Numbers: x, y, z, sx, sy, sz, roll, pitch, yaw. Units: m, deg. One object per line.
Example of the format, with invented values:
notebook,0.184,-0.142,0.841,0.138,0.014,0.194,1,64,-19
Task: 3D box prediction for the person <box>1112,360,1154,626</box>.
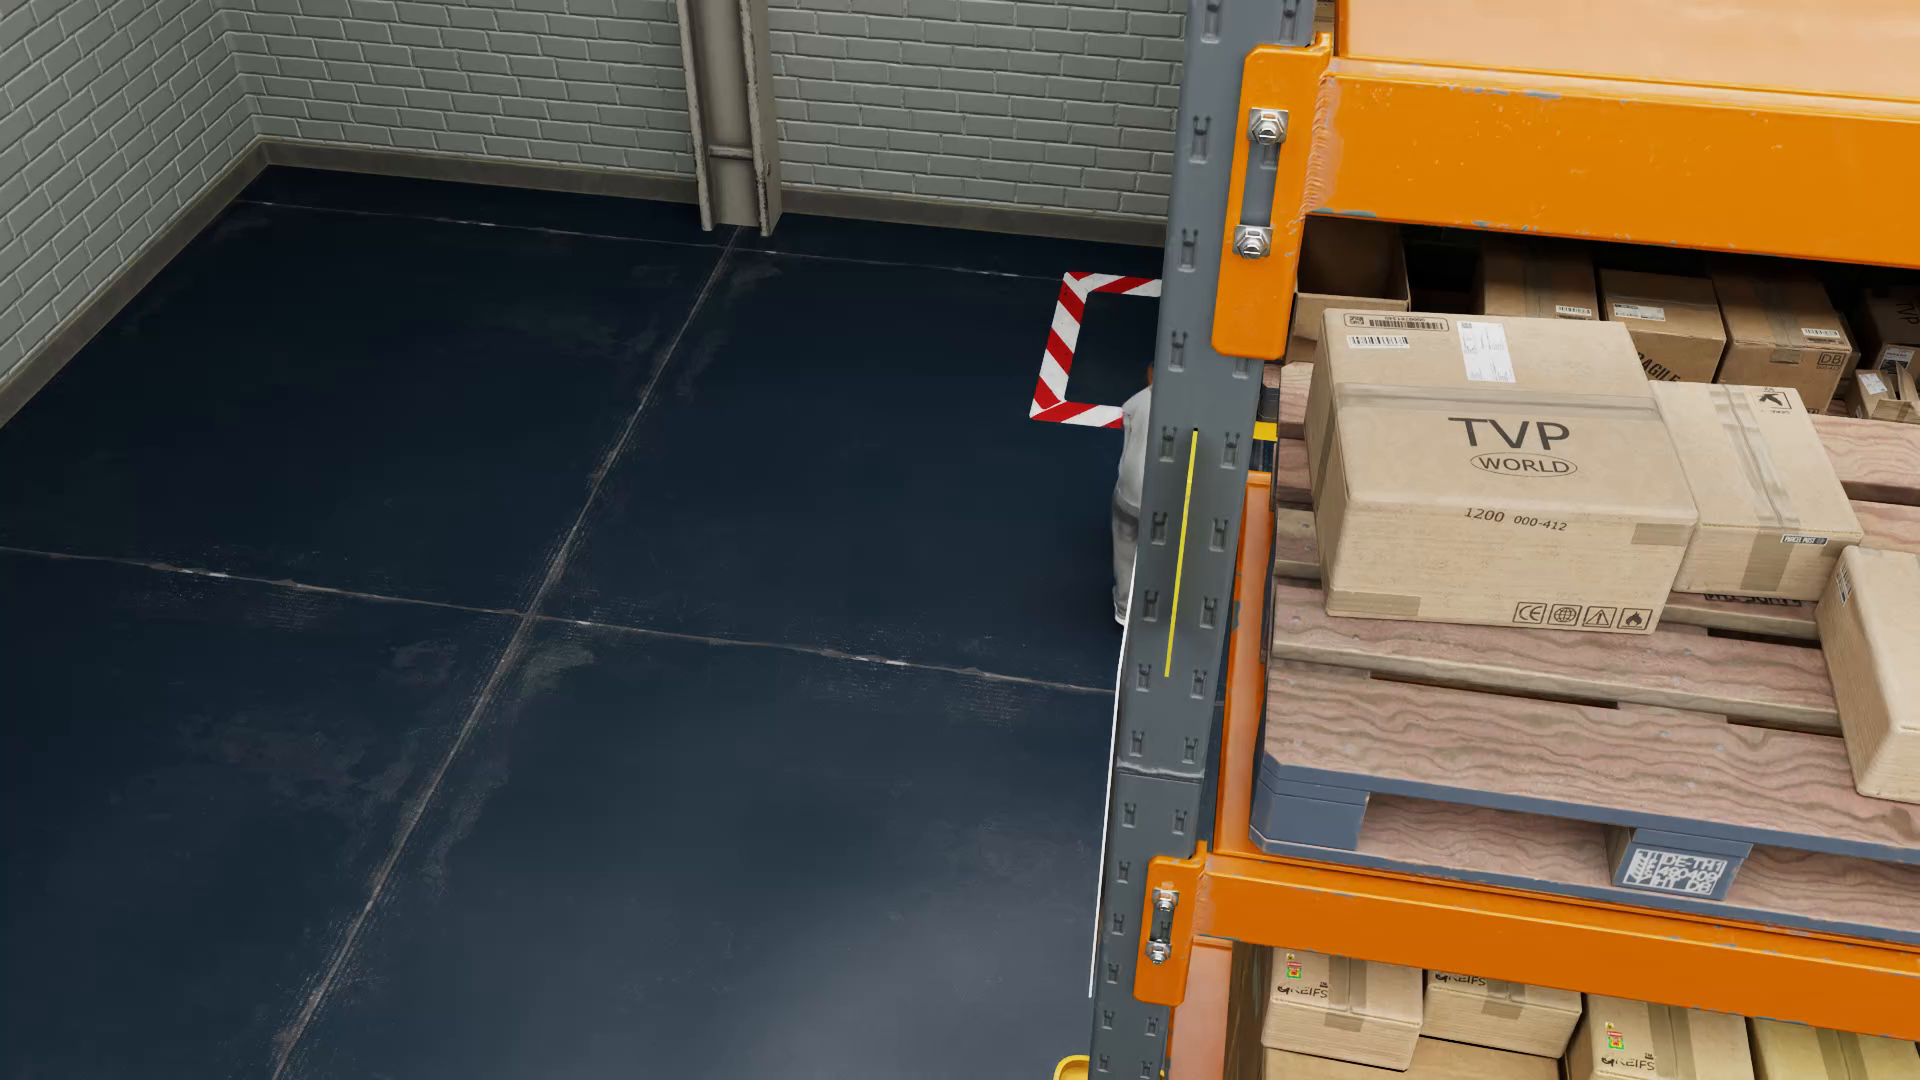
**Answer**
person,0.826,-0.179,6.825,0.391,1.001,0.871,5,41,6
